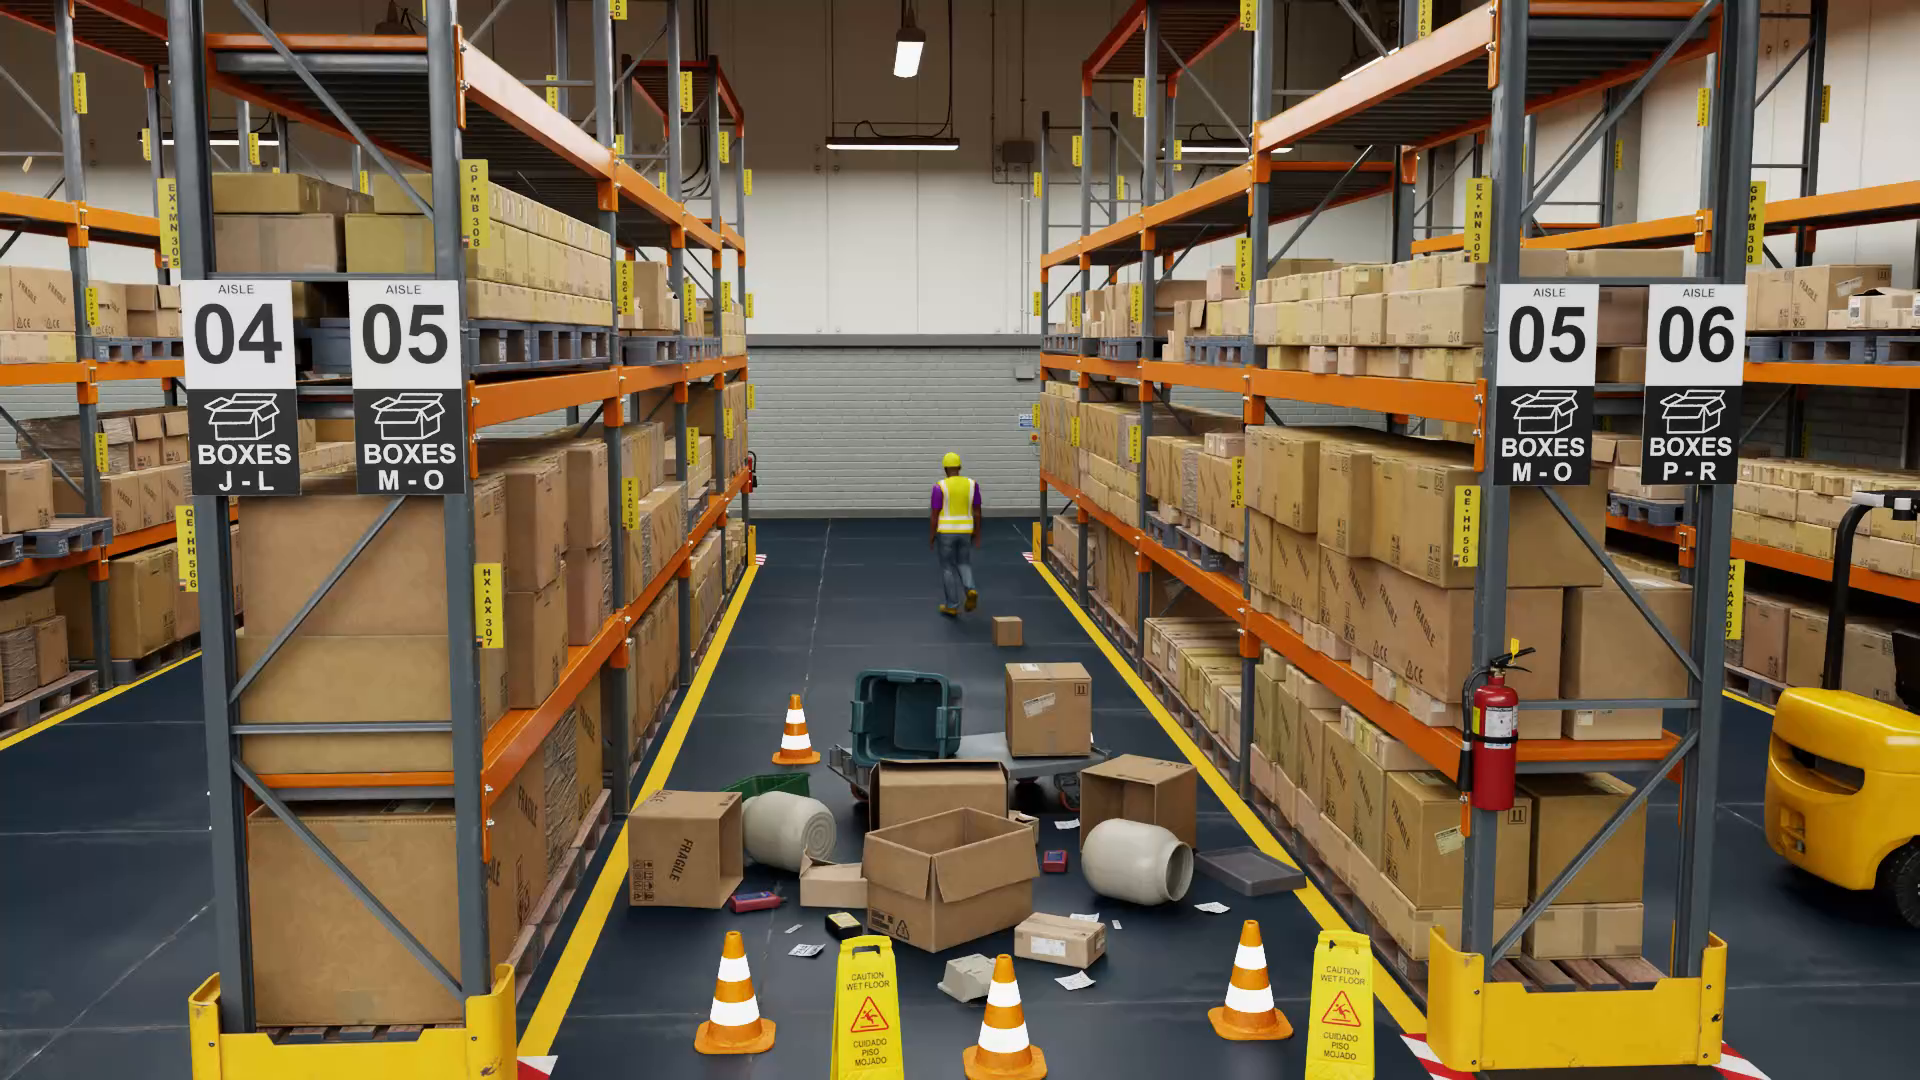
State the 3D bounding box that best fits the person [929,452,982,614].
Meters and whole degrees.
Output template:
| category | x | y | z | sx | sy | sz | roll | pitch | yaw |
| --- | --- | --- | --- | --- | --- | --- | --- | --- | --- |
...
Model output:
| category | x | y | z | sx | sy | sz | roll | pitch | yaw |
| --- | --- | --- | --- | --- | --- | --- | --- | --- | --- |
| person | -0.034 | -0.069 | 18.014 | 0.581 | 1.758 | 0.544 | -3 | 7 | -24 |
